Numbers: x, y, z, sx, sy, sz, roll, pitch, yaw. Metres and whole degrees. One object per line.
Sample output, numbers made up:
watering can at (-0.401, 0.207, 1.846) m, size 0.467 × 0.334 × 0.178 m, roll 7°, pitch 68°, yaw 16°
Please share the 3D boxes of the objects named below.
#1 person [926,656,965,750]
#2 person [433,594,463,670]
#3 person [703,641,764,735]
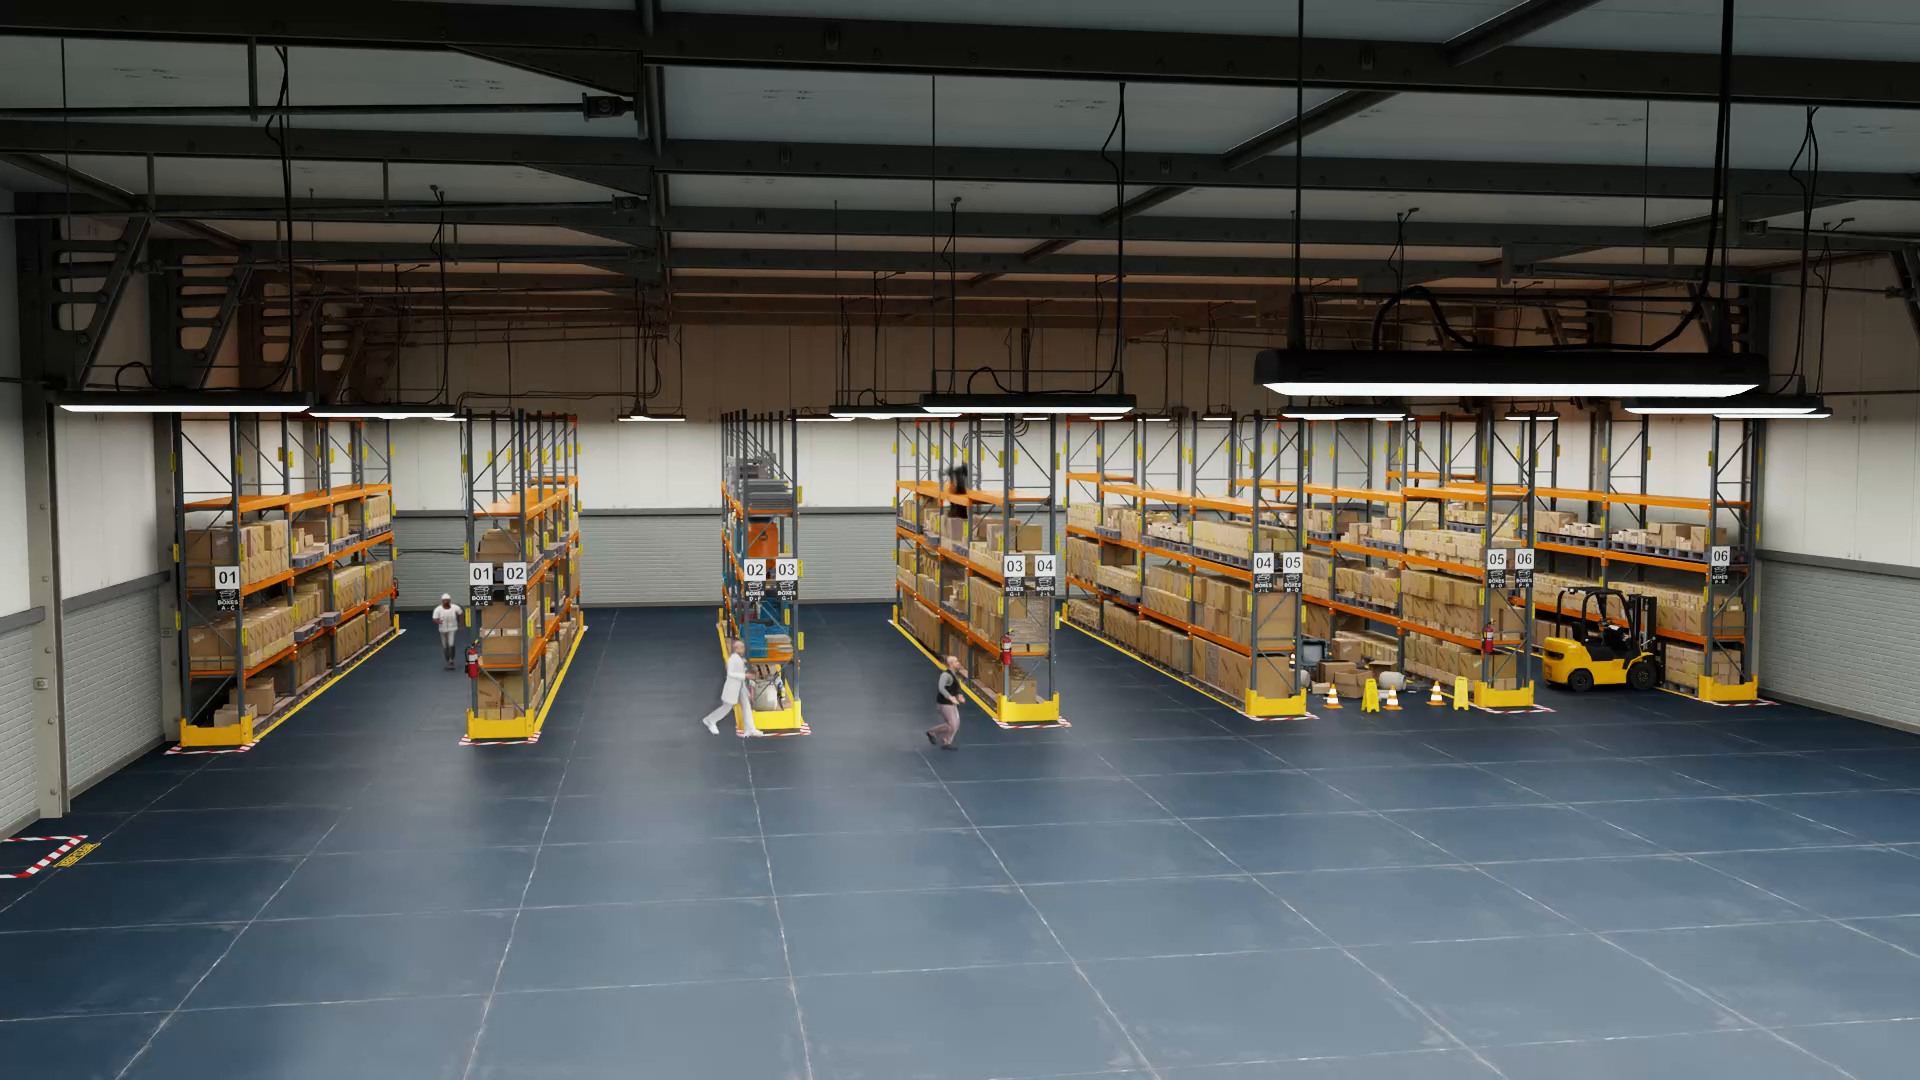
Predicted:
person at (-0.254, 2.864, 29.228) m, size 0.585 × 1.658 × 0.659 m, roll 1°, pitch 4°, yaw 17°
person at (-11.951, 2.141, 38.795) m, size 0.655 × 1.786 × 0.811 m, roll -1°, pitch 4°, yaw -7°
person at (-4.141, 2.698, 30.249) m, size 1.148 × 1.738 × 0.672 m, roll 1°, pitch 4°, yaw 20°
